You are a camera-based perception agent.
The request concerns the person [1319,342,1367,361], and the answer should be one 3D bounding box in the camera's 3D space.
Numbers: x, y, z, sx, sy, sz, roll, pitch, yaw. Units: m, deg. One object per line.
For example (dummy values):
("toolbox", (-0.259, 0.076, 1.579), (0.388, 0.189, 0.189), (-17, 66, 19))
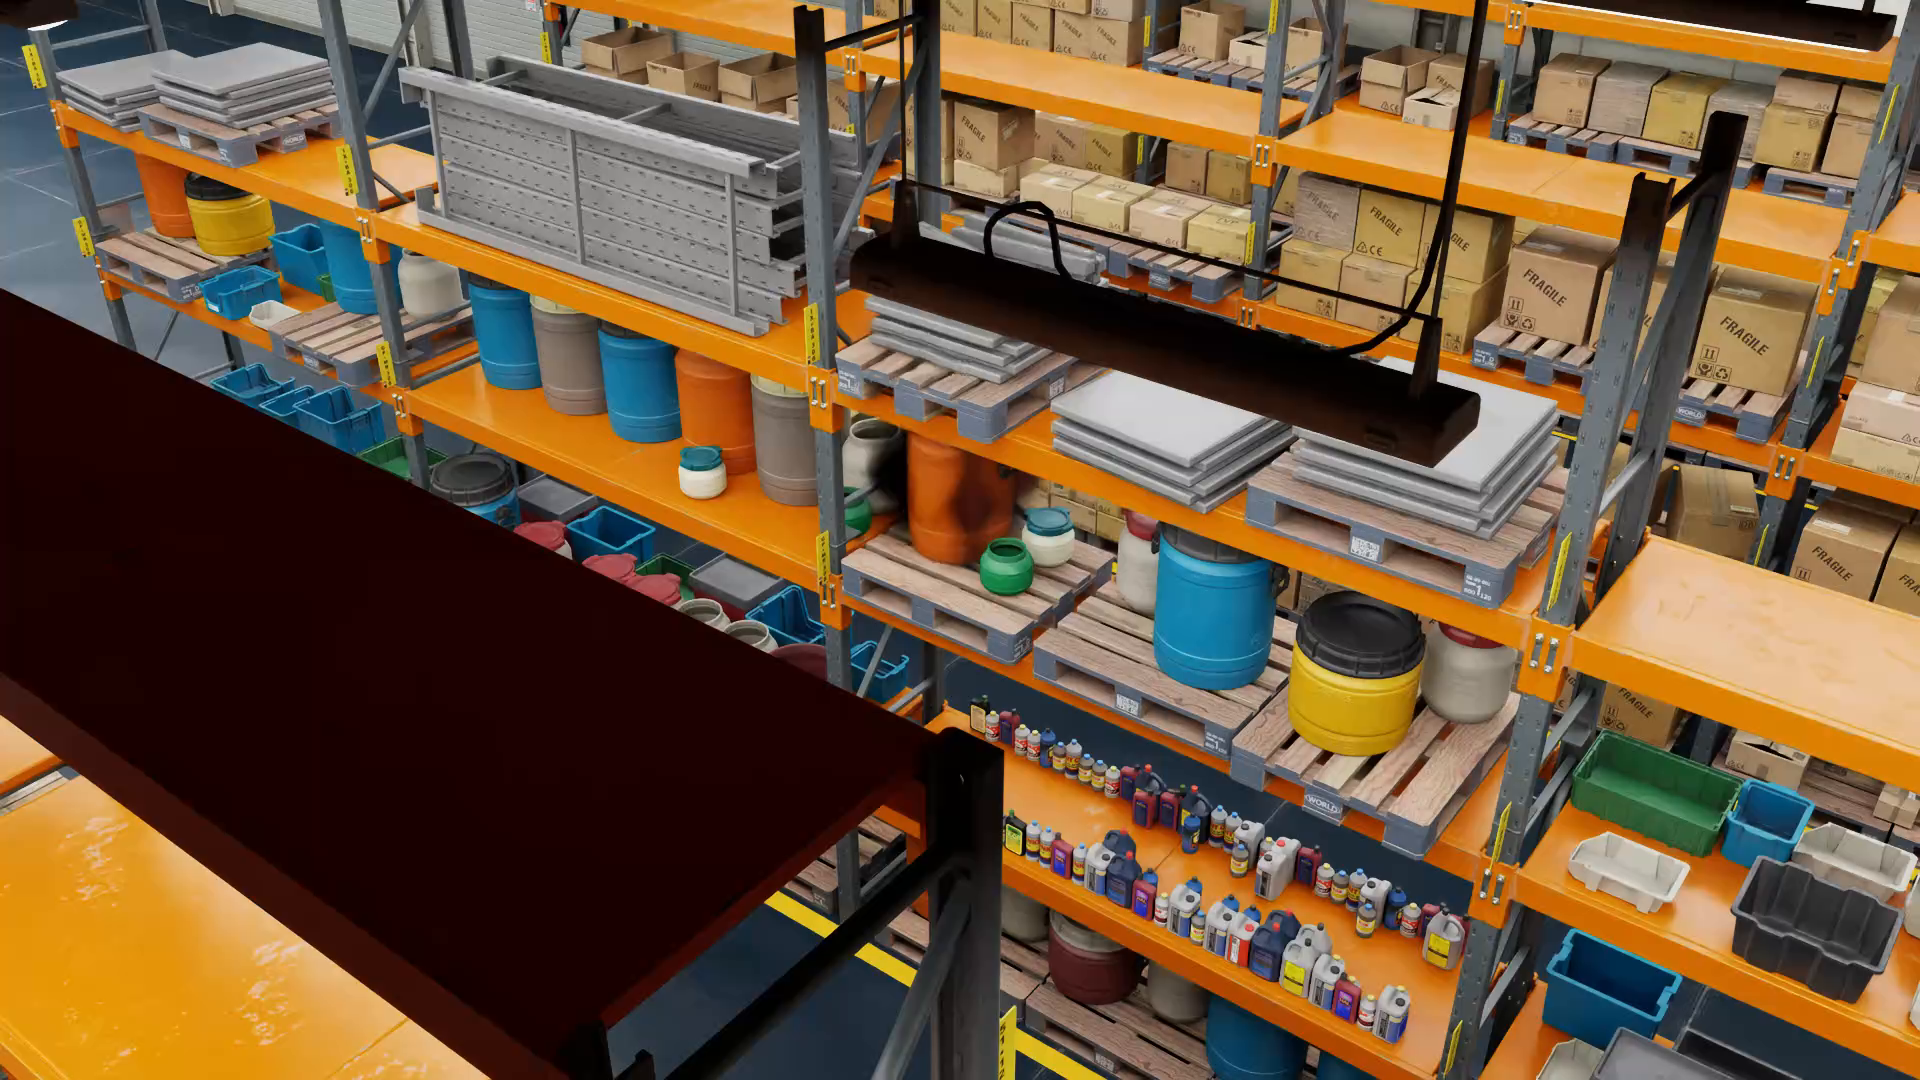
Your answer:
("person", (3.867, -1.754, 16.660), (0.530, 1.604, 0.582), (-16, 35, -25))
